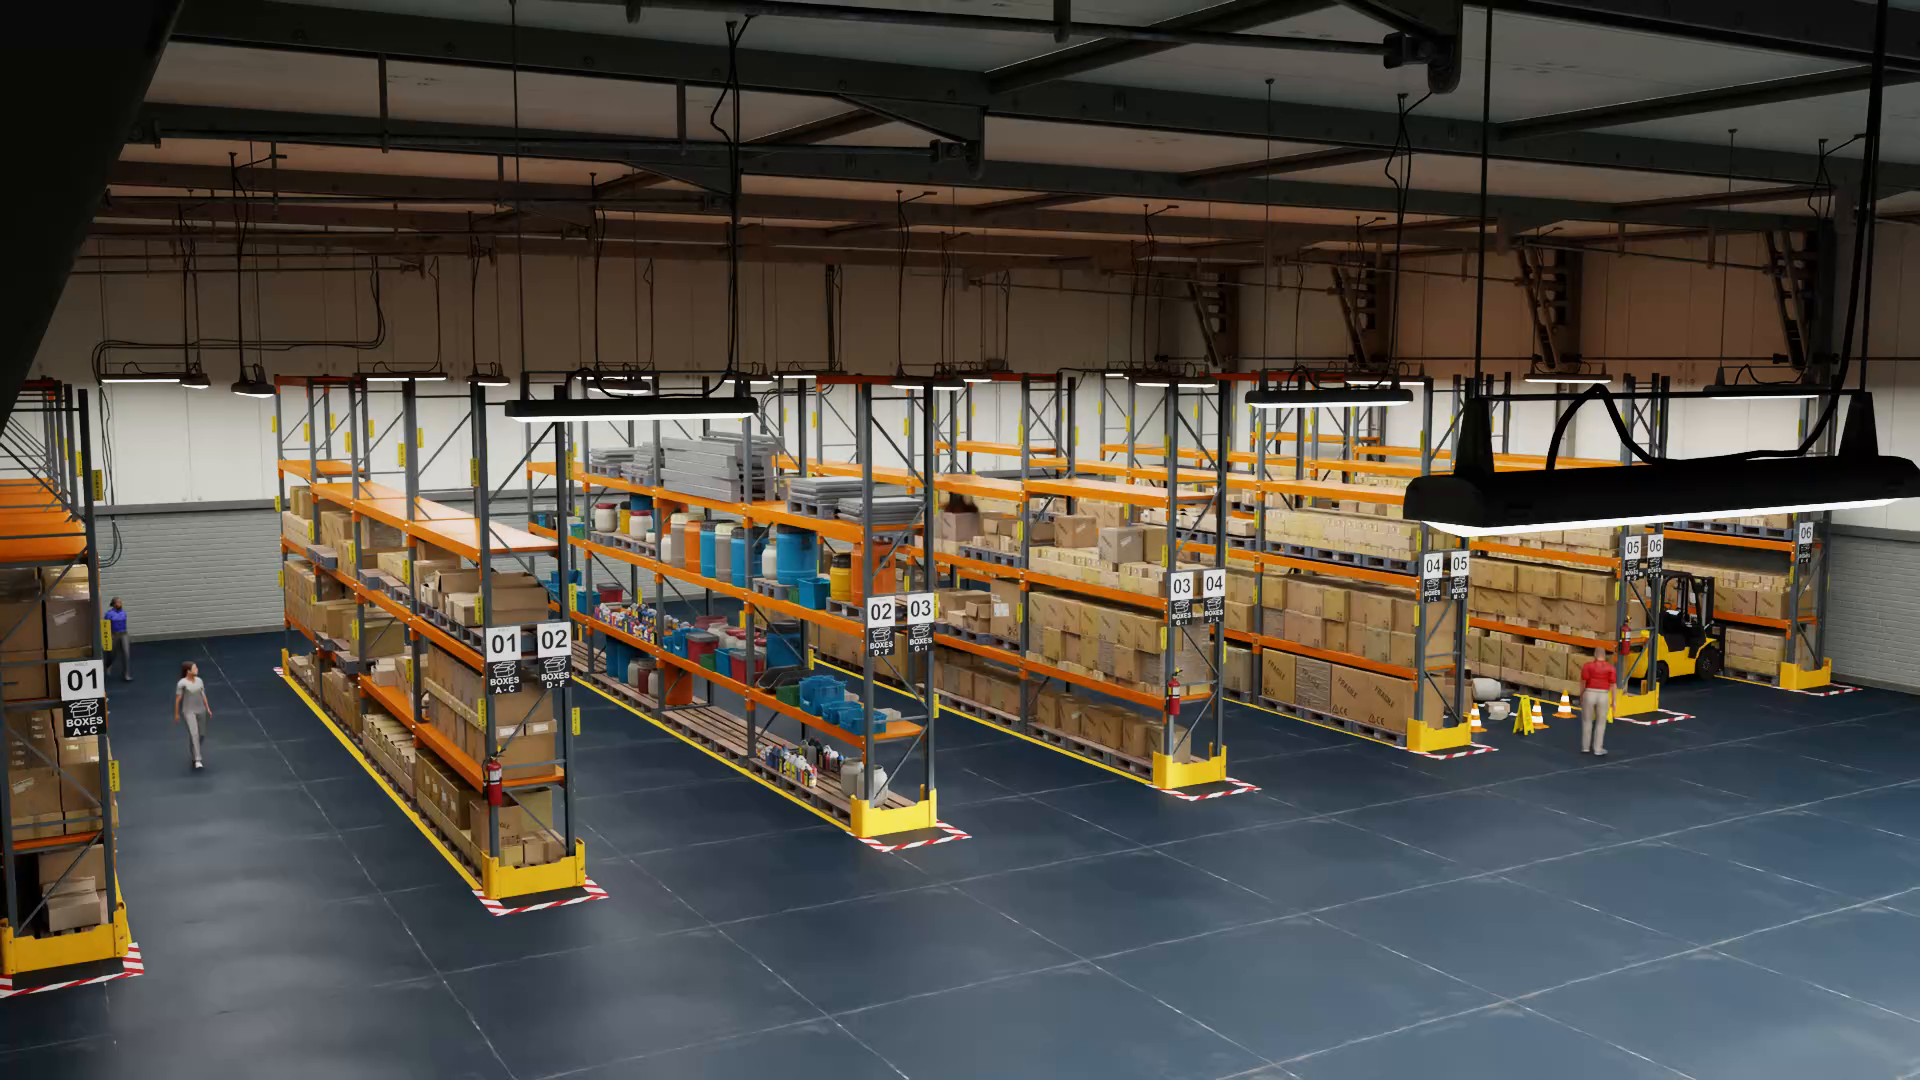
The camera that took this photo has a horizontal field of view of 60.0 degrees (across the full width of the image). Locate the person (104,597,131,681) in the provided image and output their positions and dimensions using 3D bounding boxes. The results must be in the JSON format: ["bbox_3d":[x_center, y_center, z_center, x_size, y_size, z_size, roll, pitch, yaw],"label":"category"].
[{"bbox_3d":[-16.618,1.928,32.784,0.414,1.628,0.798,-5,8,-41],"label":"person"}]

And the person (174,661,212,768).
[{"bbox_3d":[-11.971,2.688,25.918,0.552,1.627,0.961,-5,8,-41],"label":"person"}]

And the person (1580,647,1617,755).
[{"bbox_3d":[10.200,2.567,26.580,0.555,1.749,0.434,3,7,26],"label":"person"}]
